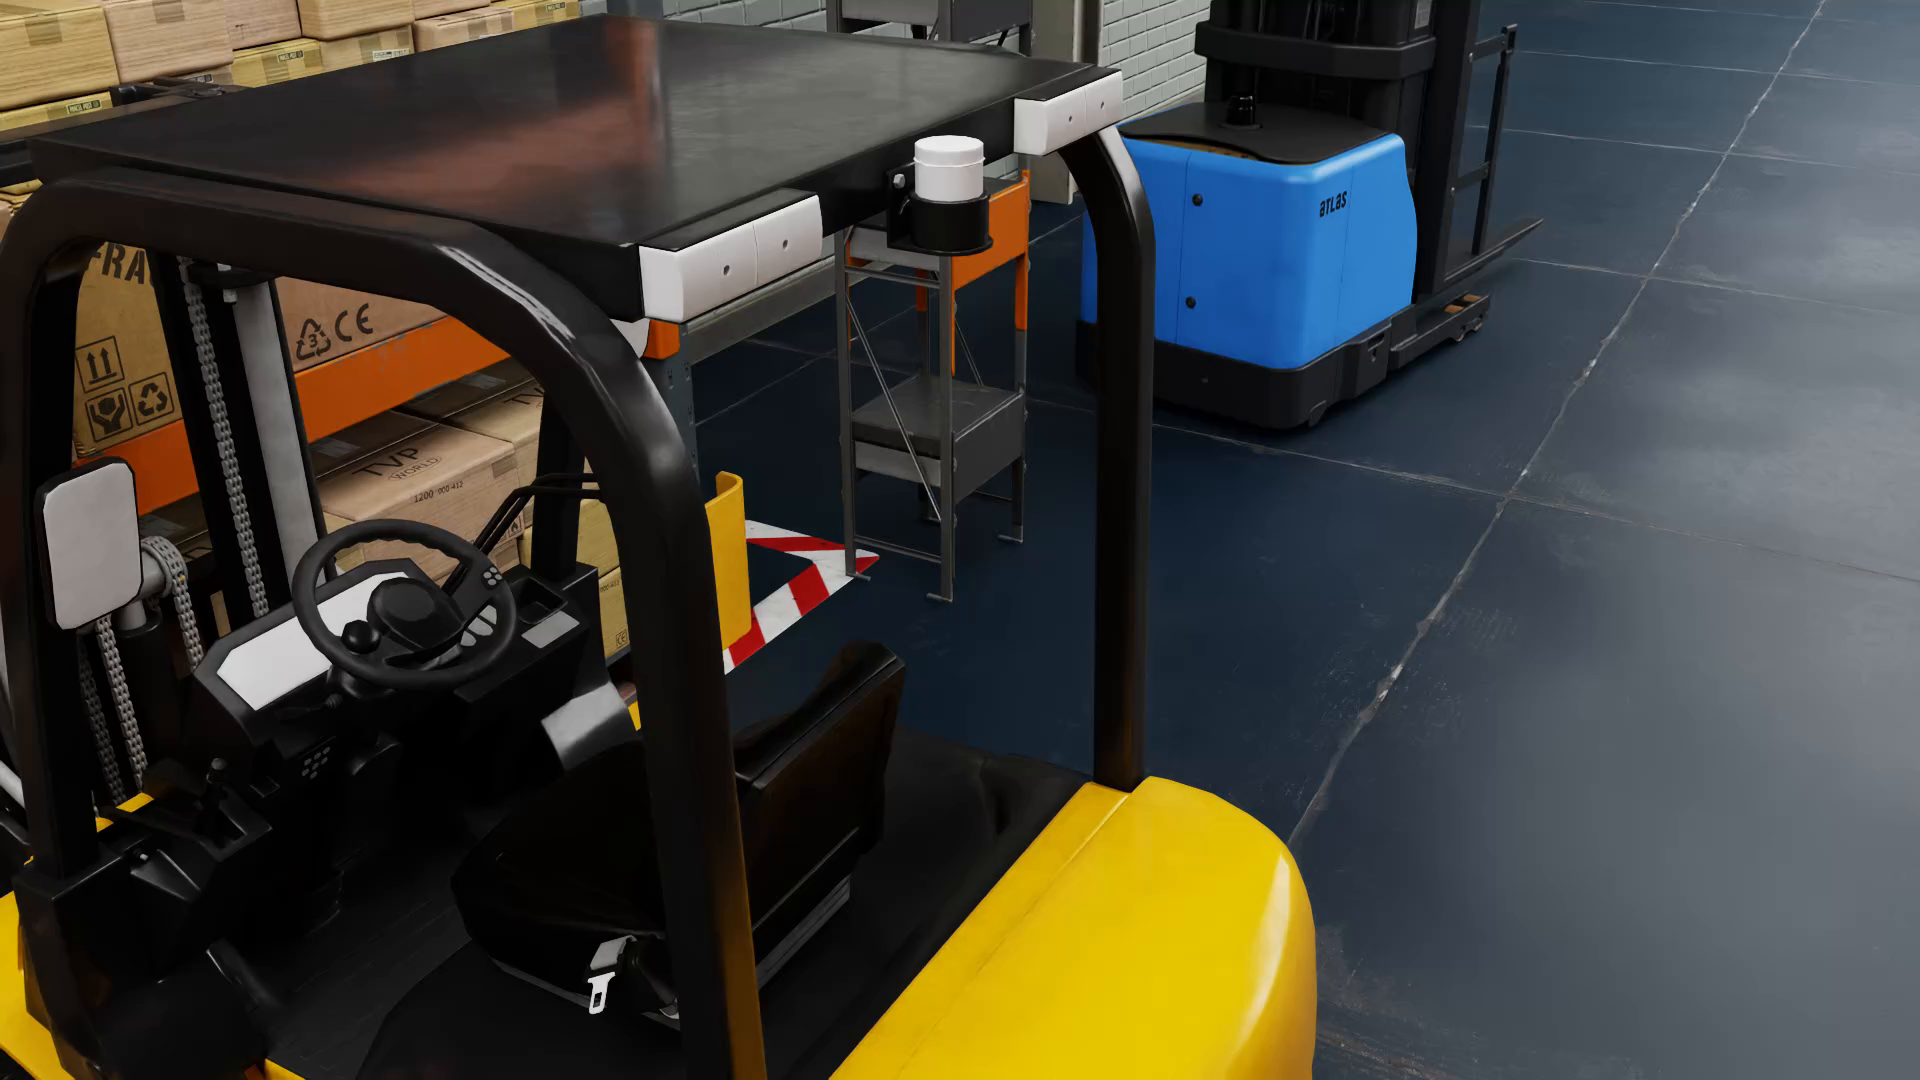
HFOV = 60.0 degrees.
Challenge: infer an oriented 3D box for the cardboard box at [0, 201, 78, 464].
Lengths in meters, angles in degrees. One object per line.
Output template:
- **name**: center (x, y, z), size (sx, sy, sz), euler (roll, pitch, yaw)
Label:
- **cardboard box**: center (-2.000, -0.328, 2.943), size (0.500, 0.500, 0.500), euler (14, 30, 26)

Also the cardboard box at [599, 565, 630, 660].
- **cardboard box**: center (-1.189, 0.163, 4.675), size (0.500, 0.250, 0.500), euler (14, 30, 26)

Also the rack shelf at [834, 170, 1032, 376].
- **rack shelf**: center (-0.081, -0.862, 5.157), size (0.431, 0.518, 0.480), euler (14, 30, 26)

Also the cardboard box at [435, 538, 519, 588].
- **cardboard box**: center (-1.457, 0.139, 4.166), size (0.500, 0.250, 0.500), euler (14, 30, 26)

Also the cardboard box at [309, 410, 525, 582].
- **cardboard box**: center (-1.434, -0.088, 4.061), size (0.500, 0.250, 0.500), euler (15, 30, 27)

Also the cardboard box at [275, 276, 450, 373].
- **cardboard box**: center (-1.510, -0.726, 3.738), size (0.500, 0.500, 0.500), euler (15, 30, 28)

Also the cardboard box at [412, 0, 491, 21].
- **cardboard box**: center (-1.320, -1.310, 3.847), size (0.380, 0.149, 0.250), euler (14, 30, 26)

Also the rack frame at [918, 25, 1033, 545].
- **rack frame**: center (0.039, -0.970, 5.341), size (0.400, 2.100, 0.015), euler (14, 30, 26)

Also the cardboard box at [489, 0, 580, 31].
- **cardboard box**: center (-1.160, -1.269, 4.098), size (0.380, 0.149, 0.250), euler (15, 30, 27)

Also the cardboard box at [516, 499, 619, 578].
- **cardboard box**: center (-1.201, -0.054, 4.552), size (0.500, 0.250, 0.500), euler (14, 30, 25)

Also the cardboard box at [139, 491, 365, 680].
- **cardboard box**: center (-1.674, 0.111, 3.663), size (0.500, 0.250, 0.500), euler (15, 30, 27)

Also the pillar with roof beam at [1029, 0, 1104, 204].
- **pillar with roof beam**: center (4.339, -5.131, 5.948), size (9.100, 9.000, 0.400), euler (14, 30, 26)

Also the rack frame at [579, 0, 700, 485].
- **rack frame**: center (-1.233, -1.131, 4.659), size (1.000, 3.000, 0.127), euler (14, 30, 26)

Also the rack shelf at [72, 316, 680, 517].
- **rack shelf**: center (-2.217, -0.030, 3.263), size (1.077, 0.370, 4.000), euler (14, 30, 26)

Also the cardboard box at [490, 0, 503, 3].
- **cardboard box**: center (-1.226, -1.413, 4.053), size (0.380, 0.149, 0.250), euler (14, 30, 26)

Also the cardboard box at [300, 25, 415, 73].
- **cardboard box**: center (-1.441, -1.075, 3.711), size (0.380, 0.149, 0.250), euler (15, 30, 27)

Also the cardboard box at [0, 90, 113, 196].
- **cardboard box**: center (-1.770, -0.764, 3.089), size (0.380, 0.149, 0.250), euler (14, 30, 26)

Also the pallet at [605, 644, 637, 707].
- **pallet**: center (-1.573, 0.423, 4.669), size (1.003, 0.211, 1.213), euler (14, 30, 26)

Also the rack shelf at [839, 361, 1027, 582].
- **rack shelf**: center (-0.081, -0.236, 5.471), size (0.431, 0.518, 0.480), euler (14, 30, 26)

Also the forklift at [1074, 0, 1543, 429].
- **forklift**: center (1.796, -2.333, 7.136), size (1.130, 2.935, 3.031), euler (20, 33, 34)

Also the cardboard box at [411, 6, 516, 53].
- **cardboard box**: center (-1.260, -1.163, 3.886), size (0.380, 0.149, 0.250), euler (15, 30, 27)

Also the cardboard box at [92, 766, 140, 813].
- **cardboard box**: center (-1.942, 0.539, 3.367), size (0.500, 0.250, 0.500), euler (14, 30, 26)

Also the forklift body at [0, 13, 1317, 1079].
- **forklift body**: center (-0.578, 0.389, 2.570), size (2.313, 2.155, 1.214), euler (14, 30, 26)

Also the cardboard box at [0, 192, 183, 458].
- **cardboard box**: center (-1.762, -0.526, 3.339), size (0.500, 0.500, 0.500), euler (14, 30, 25)

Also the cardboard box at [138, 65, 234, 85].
- **cardboard box**: center (-1.663, -0.867, 3.294), size (0.380, 0.149, 0.250), euler (13, 29, 24)

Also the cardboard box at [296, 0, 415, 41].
- **cardboard box**: center (-1.426, -1.202, 3.632), size (0.380, 0.149, 0.250), euler (15, 30, 27)

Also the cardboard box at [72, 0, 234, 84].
- **cardboard box**: center (-1.644, -0.995, 3.219), size (0.380, 0.149, 0.250), euler (15, 30, 27)

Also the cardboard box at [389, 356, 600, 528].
- **cardboard box**: center (-1.188, -0.288, 4.461), size (0.500, 0.250, 0.500), euler (15, 30, 28)

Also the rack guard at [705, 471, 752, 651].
- **rack guard**: center (-1.222, -0.023, 5.237), size (1.175, 0.500, 0.348), euler (14, 30, 26)

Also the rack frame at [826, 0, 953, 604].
- **rack frame**: center (-0.201, -0.779, 4.961), size (0.400, 2.100, 0.015), euler (14, 30, 26)

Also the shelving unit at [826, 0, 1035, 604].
- **shelving unit**: center (-0.081, -0.875, 5.151), size (0.431, 2.100, 0.503), euler (14, 30, 26)

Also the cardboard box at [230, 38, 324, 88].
- **cardboard box**: center (-1.573, -0.981, 3.523), size (0.380, 0.149, 0.250), euler (14, 30, 26)

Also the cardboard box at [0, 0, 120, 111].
- **cardboard box**: center (-1.767, -0.893, 3.015), size (0.380, 0.149, 0.250), euler (15, 30, 27)

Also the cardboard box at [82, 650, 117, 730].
- **cardboard box**: center (-1.930, 0.307, 3.272), size (0.500, 0.250, 0.500), euler (14, 30, 25)

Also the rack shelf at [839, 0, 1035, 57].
- **rack shelf**: center (-0.081, -1.488, 4.844), size (0.431, 0.518, 0.480), euler (14, 30, 26)

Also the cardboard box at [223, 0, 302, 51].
- **cardboard box**: center (-1.613, -1.121, 3.471), size (0.380, 0.149, 0.250), euler (14, 30, 26)
